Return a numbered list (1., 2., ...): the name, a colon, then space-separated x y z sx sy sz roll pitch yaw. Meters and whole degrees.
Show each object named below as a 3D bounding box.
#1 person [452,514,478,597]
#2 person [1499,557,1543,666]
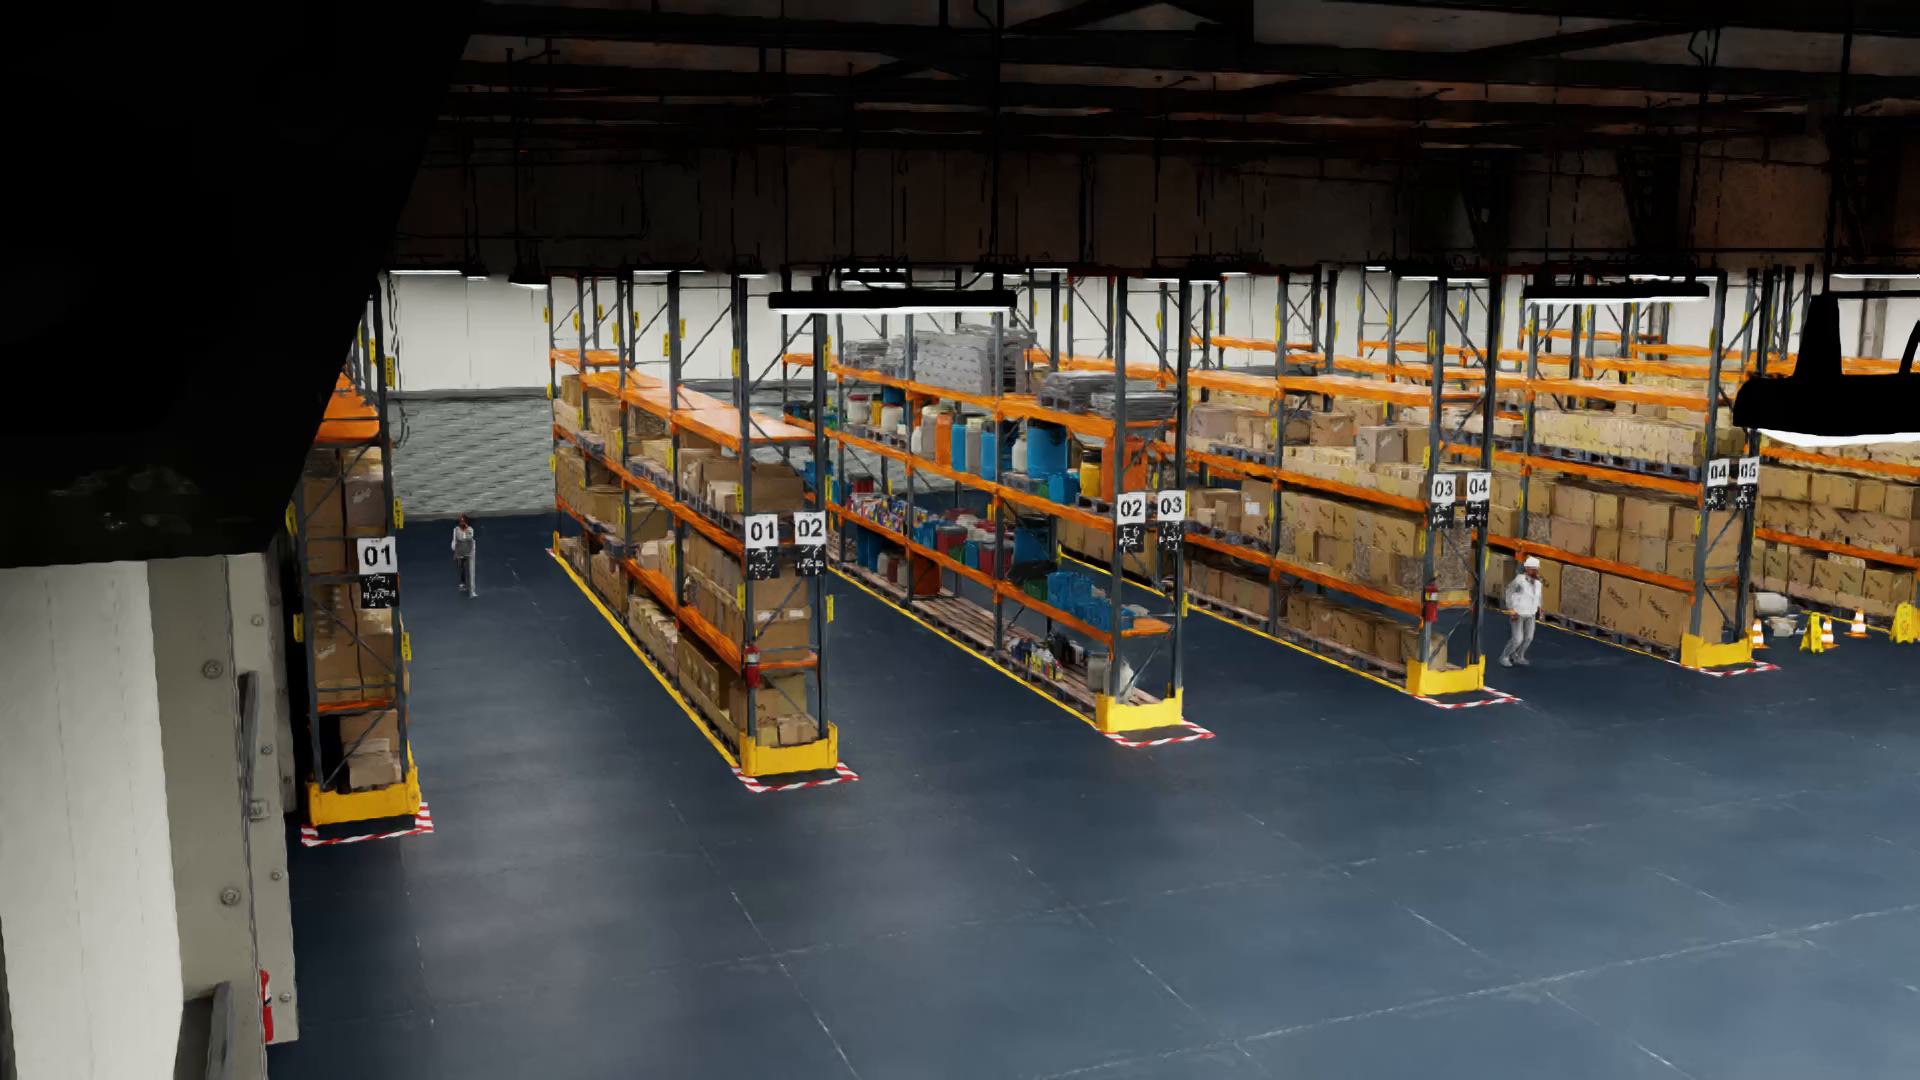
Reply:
1. person: -9.151 0.270 30.683 0.417 1.502 1.036 -3 10 -19
2. person: 8.627 1.079 25.456 0.677 1.701 0.574 -4 11 -24
